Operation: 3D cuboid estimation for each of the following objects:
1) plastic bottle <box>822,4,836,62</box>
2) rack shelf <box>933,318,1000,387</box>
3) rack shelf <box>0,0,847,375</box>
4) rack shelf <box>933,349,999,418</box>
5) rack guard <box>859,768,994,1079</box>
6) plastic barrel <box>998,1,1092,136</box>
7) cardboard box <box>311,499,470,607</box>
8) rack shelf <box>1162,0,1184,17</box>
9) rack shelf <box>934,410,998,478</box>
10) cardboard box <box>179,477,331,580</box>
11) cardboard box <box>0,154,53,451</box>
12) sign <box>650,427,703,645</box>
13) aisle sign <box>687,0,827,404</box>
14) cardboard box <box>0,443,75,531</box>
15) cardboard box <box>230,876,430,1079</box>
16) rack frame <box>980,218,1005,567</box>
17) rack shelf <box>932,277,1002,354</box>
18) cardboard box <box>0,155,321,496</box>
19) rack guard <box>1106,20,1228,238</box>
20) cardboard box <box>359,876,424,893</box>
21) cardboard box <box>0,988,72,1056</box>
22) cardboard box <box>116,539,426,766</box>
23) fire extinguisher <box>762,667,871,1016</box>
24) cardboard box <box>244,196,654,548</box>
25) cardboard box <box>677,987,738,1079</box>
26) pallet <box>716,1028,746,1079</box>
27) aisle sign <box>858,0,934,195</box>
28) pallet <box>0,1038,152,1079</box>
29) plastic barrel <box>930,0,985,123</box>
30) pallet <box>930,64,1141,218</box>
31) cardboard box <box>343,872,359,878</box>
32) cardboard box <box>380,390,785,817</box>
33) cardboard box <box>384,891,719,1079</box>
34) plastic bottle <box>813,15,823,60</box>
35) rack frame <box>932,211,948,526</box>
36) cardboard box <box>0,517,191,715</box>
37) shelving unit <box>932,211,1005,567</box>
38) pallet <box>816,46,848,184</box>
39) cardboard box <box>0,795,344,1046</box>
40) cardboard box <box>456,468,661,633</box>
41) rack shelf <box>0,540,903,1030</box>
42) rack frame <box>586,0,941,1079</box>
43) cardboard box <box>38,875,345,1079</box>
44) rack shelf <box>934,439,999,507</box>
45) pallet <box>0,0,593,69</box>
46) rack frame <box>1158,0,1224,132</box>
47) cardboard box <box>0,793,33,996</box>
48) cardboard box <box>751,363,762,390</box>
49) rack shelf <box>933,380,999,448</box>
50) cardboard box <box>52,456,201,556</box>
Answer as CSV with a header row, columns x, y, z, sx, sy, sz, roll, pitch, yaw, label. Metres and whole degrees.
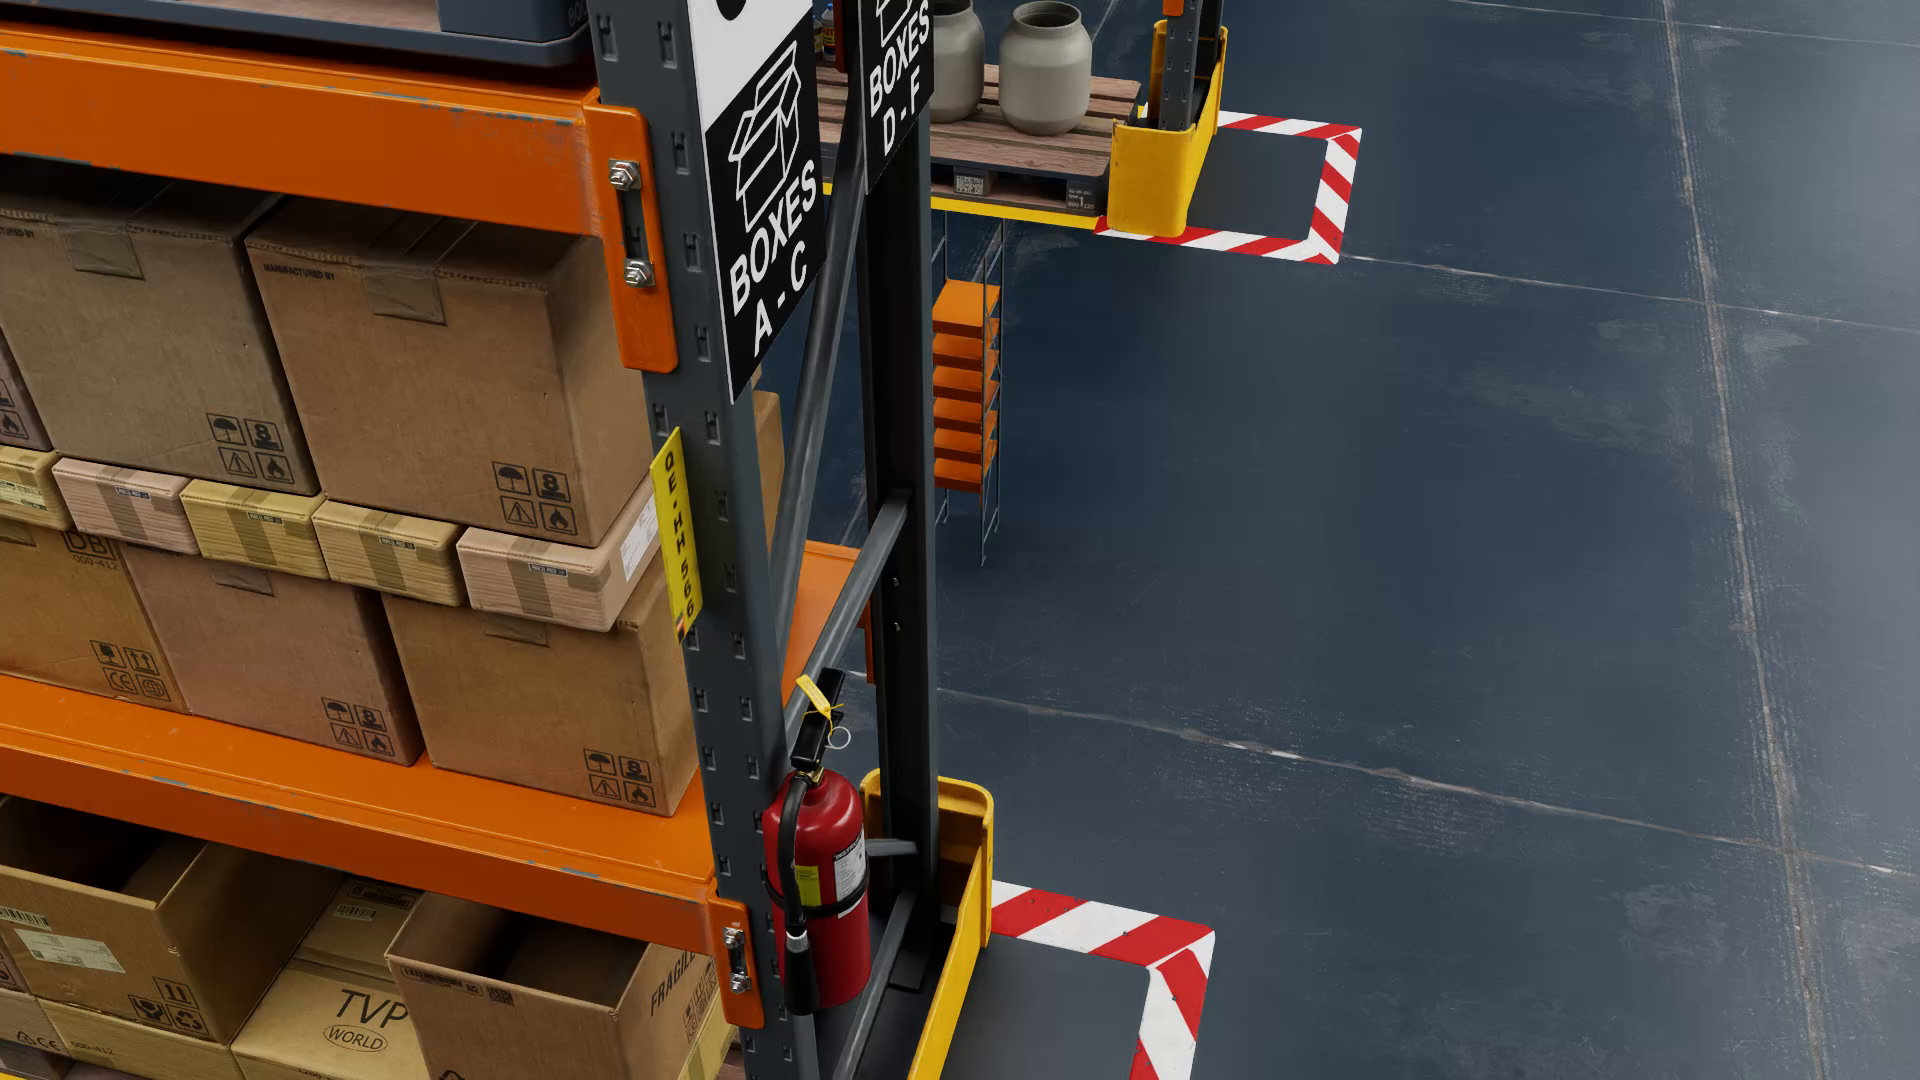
x,y,z,sx,sy,sz,roll,pitch,yaw,label
-0.628,-2.499,8.172,0.097,0.271,0.097,0,40,0,plastic bottle
0.014,-0.607,5.236,0.180,0.103,0.258,10,41,11,rack shelf
-2.173,-1.009,2.846,4.000,0.370,1.077,10,41,11,rack shelf
0.014,-0.515,5.313,0.180,0.103,0.258,10,41,11,rack shelf
-0.218,1.158,3.983,0.348,0.500,1.175,10,41,11,rack guard
0.387,-2.150,7.586,0.421,0.512,0.421,0,40,0,plastic barrel
-0.913,-0.078,2.928,0.250,0.149,0.380,11,41,13,cardboard box
-0.889,-2.937,7.474,4.000,0.370,1.077,10,41,11,rack shelf
0.014,-0.331,5.467,0.180,0.103,0.258,10,41,11,rack shelf
-1.160,-0.120,2.979,0.250,0.149,0.380,9,41,11,cardboard box
-1.737,-0.600,3.046,0.500,0.500,0.700,10,41,12,cardboard box
-0.395,-0.003,2.336,0.005,0.325,0.100,10,41,11,sign
-0.254,-0.605,2.117,0.004,0.787,0.394,10,41,11,aisle sign
-1.656,-0.207,3.082,0.250,0.149,0.380,11,41,13,cardboard box
-1.322,1.108,3.910,0.500,0.250,0.500,10,41,11,cardboard box
0.102,-0.442,5.343,0.006,1.200,0.240,10,41,11,rack frame
0.014,-0.699,5.158,0.180,0.103,0.258,10,41,11,rack shelf
-1.250,-0.517,2.946,0.500,0.500,0.700,9,41,10,cardboard box
0.957,-1.906,7.631,0.348,0.500,1.175,10,41,11,rack guard
-1.186,0.781,4.300,0.500,0.250,0.500,10,41,11,cardboard box
-2.288,0.941,4.108,0.500,0.250,0.500,10,41,11,cardboard box
-1.198,-0.011,3.353,0.500,0.500,0.700,11,41,13,cardboard box
-0.247,0.535,2.841,0.183,0.674,0.296,10,41,11,fire extinguisher
-0.740,-0.433,2.846,0.500,0.500,0.700,10,41,12,cardboard box
-0.836,1.183,3.820,0.500,0.250,0.500,10,41,11,cardboard box
-0.991,1.163,4.201,1.213,0.211,1.003,10,41,11,pallet
-0.099,-0.978,2.561,0.004,0.787,0.394,10,41,11,aisle sign
-2.166,0.959,4.444,1.213,0.211,1.003,10,41,11,pallet
-0.097,-2.233,7.685,0.421,0.512,0.421,0,40,0,plastic barrel
0.174,-1.934,7.889,1.213,0.211,1.003,10,41,11,pallet
-1.669,0.697,4.399,0.500,0.250,0.500,10,41,11,cardboard box
-0.689,0.073,3.253,0.500,0.500,0.700,10,41,11,cardboard box
-0.836,0.897,3.577,0.500,0.500,0.500,10,41,11,cardboard box
-0.728,-2.489,8.215,0.097,0.201,0.097,0,40,0,plastic bottle
-0.074,-0.472,5.379,0.006,1.200,0.240,10,41,11,rack frame
-1.676,-0.098,3.456,0.500,0.500,0.700,10,41,12,cardboard box
0.014,-0.457,5.361,0.189,1.200,0.258,10,41,11,shelving unit
-1.001,-2.138,8.132,1.213,0.211,1.003,10,41,11,pallet
-1.806,0.740,3.765,0.500,0.500,0.500,10,41,11,cardboard box
-0.660,-0.035,2.877,0.250,0.149,0.380,9,41,11,cardboard box
-2.173,0.140,3.811,4.000,0.370,1.077,10,41,11,rack shelf
-0.241,0.197,3.183,0.127,3.000,1.000,10,41,11,rack frame
-1.805,1.026,4.008,0.500,0.250,0.500,10,41,11,cardboard box
0.014,-0.239,5.544,0.180,0.103,0.258,10,41,11,rack shelf
-0.918,-1.052,2.406,1.213,0.211,1.003,10,41,11,pallet
1.043,-2.880,6.847,0.127,3.000,1.000,10,41,11,rack frame
-2.289,0.656,3.864,0.500,0.500,0.500,10,41,11,cardboard box
-0.565,-0.289,3.180,0.250,0.149,0.380,9,41,11,cardboard box
0.014,-0.423,5.390,0.180,0.103,0.258,10,41,11,rack shelf
-1.402,-0.163,3.030,0.250,0.149,0.380,10,41,12,cardboard box
